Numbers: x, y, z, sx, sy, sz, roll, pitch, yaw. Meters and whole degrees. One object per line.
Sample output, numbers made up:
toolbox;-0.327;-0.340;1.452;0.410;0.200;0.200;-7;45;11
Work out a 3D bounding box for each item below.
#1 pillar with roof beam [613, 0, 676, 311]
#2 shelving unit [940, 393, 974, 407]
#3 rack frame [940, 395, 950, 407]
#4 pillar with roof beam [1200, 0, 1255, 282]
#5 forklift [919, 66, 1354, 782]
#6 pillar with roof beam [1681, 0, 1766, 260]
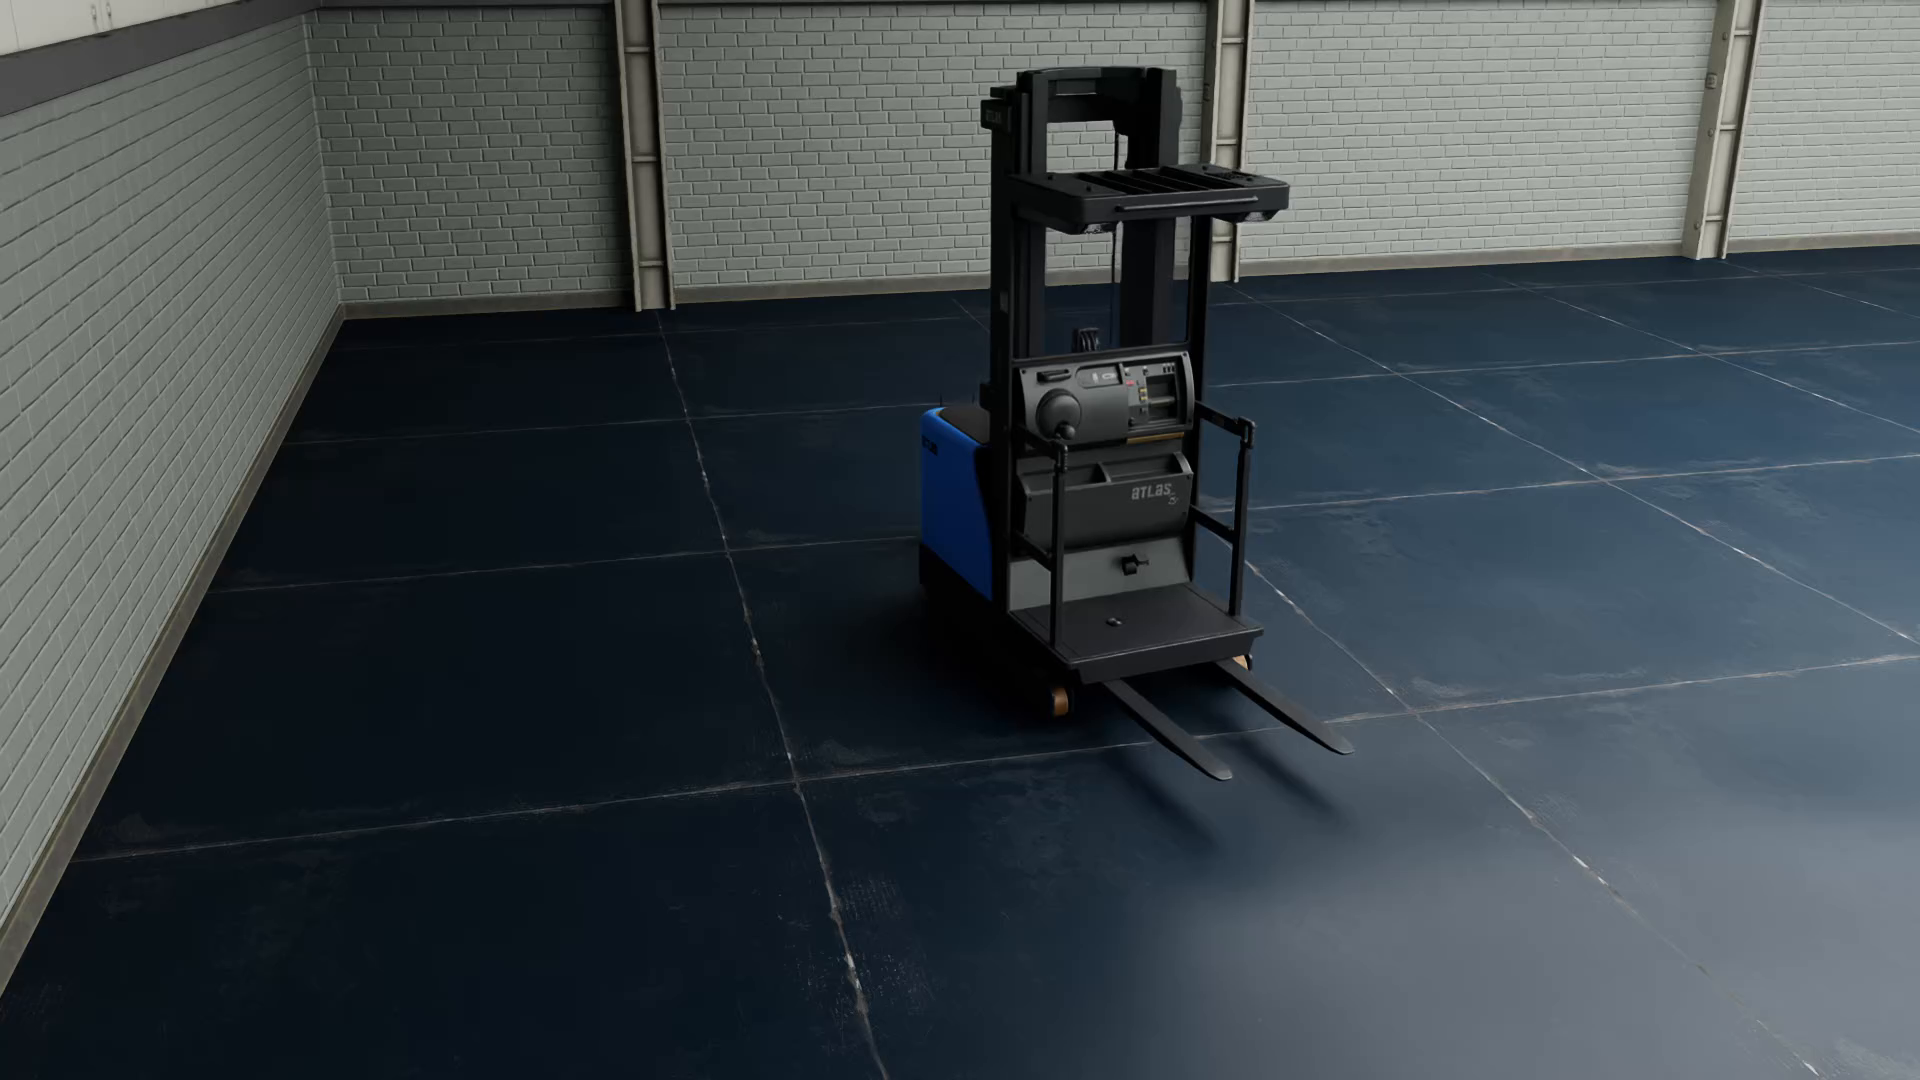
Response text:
pillar with roof beam;-2.076;-5.122;11.213;0.400;9.000;9.100;-5;21;-12
shelving unit;0.008;-0.423;10.162;0.210;0.900;0.258;-5;21;-12
rack frame;-0.091;-0.415;10.140;0.006;0.900;0.240;-5;21;-12
pillar with roof beam;3.763;-5.596;12.510;0.400;9.000;9.100;-5;21;-12
forklift;0.806;-0.689;7.933;1.130;2.935;3.031;-8;22;-21
pillar with roof beam;9.602;-6.071;13.806;0.400;9.000;9.100;-5;21;-12
